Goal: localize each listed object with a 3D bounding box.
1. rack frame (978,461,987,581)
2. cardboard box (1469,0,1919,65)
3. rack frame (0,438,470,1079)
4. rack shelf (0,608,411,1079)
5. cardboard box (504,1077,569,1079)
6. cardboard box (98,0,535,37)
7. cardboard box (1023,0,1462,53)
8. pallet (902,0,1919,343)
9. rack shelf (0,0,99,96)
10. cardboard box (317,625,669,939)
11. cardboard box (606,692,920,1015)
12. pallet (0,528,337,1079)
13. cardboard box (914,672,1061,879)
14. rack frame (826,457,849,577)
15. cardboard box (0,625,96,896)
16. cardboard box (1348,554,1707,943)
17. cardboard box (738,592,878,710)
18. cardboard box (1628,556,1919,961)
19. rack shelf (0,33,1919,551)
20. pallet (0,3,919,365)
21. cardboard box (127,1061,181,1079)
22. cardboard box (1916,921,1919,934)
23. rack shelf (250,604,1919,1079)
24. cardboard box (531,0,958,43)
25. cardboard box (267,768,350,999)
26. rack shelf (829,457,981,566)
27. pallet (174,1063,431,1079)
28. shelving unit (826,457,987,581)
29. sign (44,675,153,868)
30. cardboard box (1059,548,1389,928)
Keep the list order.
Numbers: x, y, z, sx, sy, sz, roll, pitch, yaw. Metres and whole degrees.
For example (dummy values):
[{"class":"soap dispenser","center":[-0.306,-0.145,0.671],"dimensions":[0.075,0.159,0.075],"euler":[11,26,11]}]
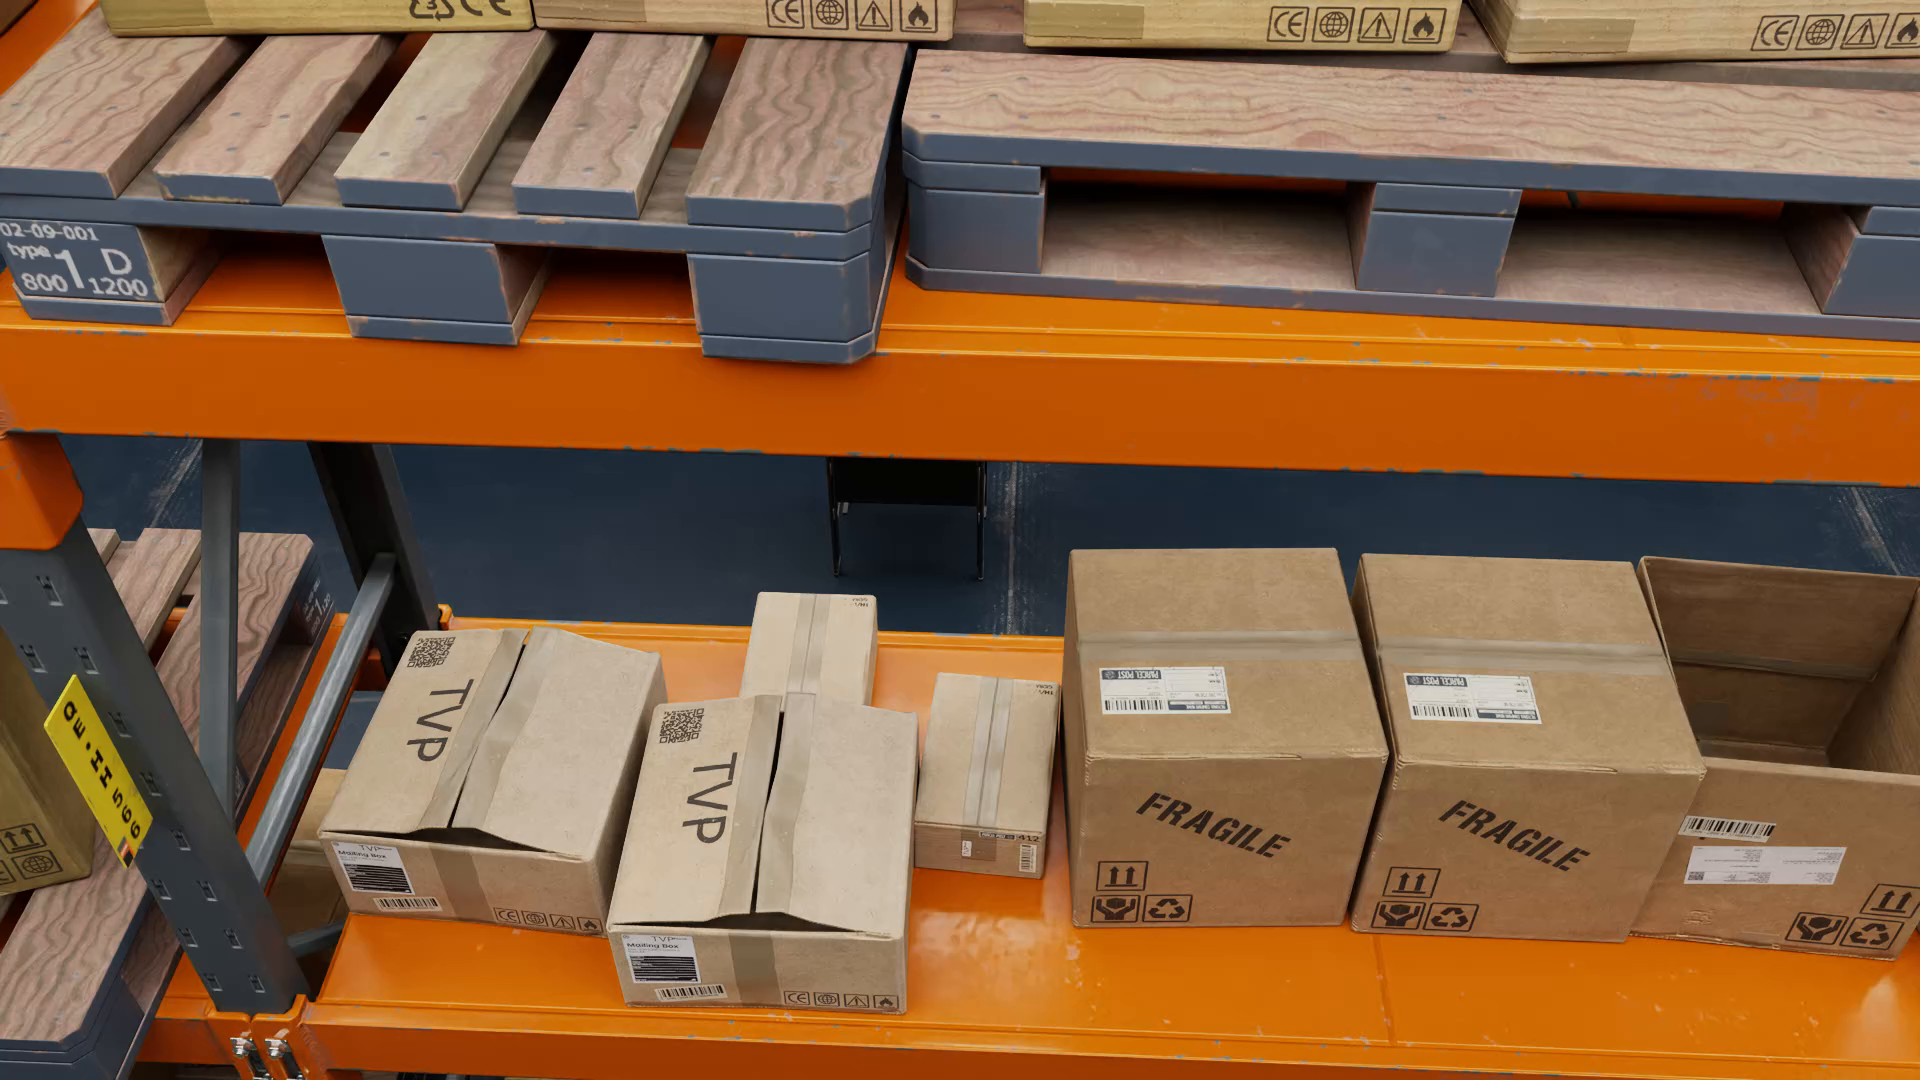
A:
[{"class":"rack frame","center":[0.078,-0.766,5.032],"dimensions":[0.015,2.100,0.400],"euler":[2,43,2]},{"class":"cardboard box","center":[0.868,-0.813,2.023],"dimensions":[0.500,0.250,0.500],"euler":[-2,43,-2]},{"class":"rack frame","center":[-1.221,0.361,3.162],"dimensions":[0.127,3.000,1.000],"euler":[2,43,2]},{"class":"rack shelf","center":[-3.219,0.563,3.473],"dimensions":[4.000,0.370,1.077],"euler":[2,43,2]},{"class":"cardboard box","center":[-0.711,1.224,3.533],"dimensions":[0.500,0.311,0.500],"euler":[3,43,3]},{"class":"cardboard box","center":[-0.765,-0.860,2.073],"dimensions":[0.500,0.250,0.500],"euler":[-1,43,-1]},{"class":"cardboard box","center":[0.330,-0.831,2.042],"dimensions":[0.500,0.250,0.500],"euler":[1,43,1]},{"class":"pallet","center":[0.578,-0.675,2.212],"dimensions":[1.213,0.211,1.003],"euler":[4,43,4]},{"class":"rack shelf","center":[-3.219,-0.535,2.450],"dimensions":[4.000,0.370,1.077],"euler":[2,43,2]},{"class":"cardboard box","center":[-0.860,0.435,3.148],"dimensions":[0.500,0.311,0.500],"euler":[4,43,5]},{"class":"cardboard box","center":[-0.336,0.553,3.021],"dimensions":[0.500,0.311,0.500],"euler":[1,43,1]},{"class":"pallet","center":[-1.901,0.458,3.198],"dimensions":[1.003,0.211,1.213],"euler":[2,43,2]},{"class":"cardboard box","center":[0.055,0.454,3.246],"dimensions":[0.250,0.149,0.380],"euler":[5,43,5]},{"class":"rack frame","center":[-0.409,-0.781,5.048],"dimensions":[0.015,2.100,0.400],"euler":[2,43,2]},{"class":"cardboard box","center":[-1.855,0.228,2.923],"dimensions":[0.500,0.500,0.700],"euler":[-12,44,-12]},{"class":"cardboard box","center":[0.982,0.381,3.067],"dimensions":[0.500,0.500,0.500],"euler":[2,43,2]},{"class":"cardboard box","center":[-0.310,0.293,3.420],"dimensions":[0.250,0.149,0.380],"euler":[2,43,2]},{"class":"cardboard box","center":[1.482,0.397,3.050],"dimensions":[0.500,0.500,0.500],"euler":[5,43,5]},{"class":"rack shelf","center":[0.777,-0.412,2.319],"dimensions":[4.000,0.370,1.077],"euler":[2,43,2]},{"class":"pallet","center":[-0.539,-0.707,2.247],"dimensions":[1.003,0.211,1.213],"euler":[4,43,4]},{"class":"cardboard box","center":[-2.166,1.246,3.723],"dimensions":[0.500,0.500,0.500],"euler":[3,43,4]},{"class":"cardboard box","center":[1.888,0.631,2.970],"dimensions":[0.258,0.266,0.396],"euler":[1,43,1]},{"class":"rack shelf","center":[0.777,0.686,3.341],"dimensions":[4.000,0.370,1.077],"euler":[2,43,2]},{"class":"cardboard box","center":[-0.241,-0.856,2.069],"dimensions":[0.500,0.250,0.500],"euler":[3,43,3]},{"class":"cardboard box","center":[-1.663,0.906,4.088],"dimensions":[0.500,0.500,0.500],"euler":[3,43,4]},{"class":"rack shelf","center":[-0.165,-0.251,5.526],"dimensions":[0.480,0.518,0.431],"euler":[2,43,2]},{"class":"pallet","center":[-1.965,1.333,4.164],"dimensions":[1.213,0.211,1.003],"euler":[2,43,2]},{"class":"shelving unit","center":[-0.165,-0.773,5.040],"dimensions":[0.503,2.100,0.431],"euler":[2,43,2]},{"class":"sign","center":[-1.236,0.336,2.397],"dimensions":[0.005,0.325,0.100],"euler":[2,43,2]},{"class":"cardboard box","center":[0.456,0.365,3.084],"dimensions":[0.500,0.500,0.500],"euler":[0,43,0]}]
